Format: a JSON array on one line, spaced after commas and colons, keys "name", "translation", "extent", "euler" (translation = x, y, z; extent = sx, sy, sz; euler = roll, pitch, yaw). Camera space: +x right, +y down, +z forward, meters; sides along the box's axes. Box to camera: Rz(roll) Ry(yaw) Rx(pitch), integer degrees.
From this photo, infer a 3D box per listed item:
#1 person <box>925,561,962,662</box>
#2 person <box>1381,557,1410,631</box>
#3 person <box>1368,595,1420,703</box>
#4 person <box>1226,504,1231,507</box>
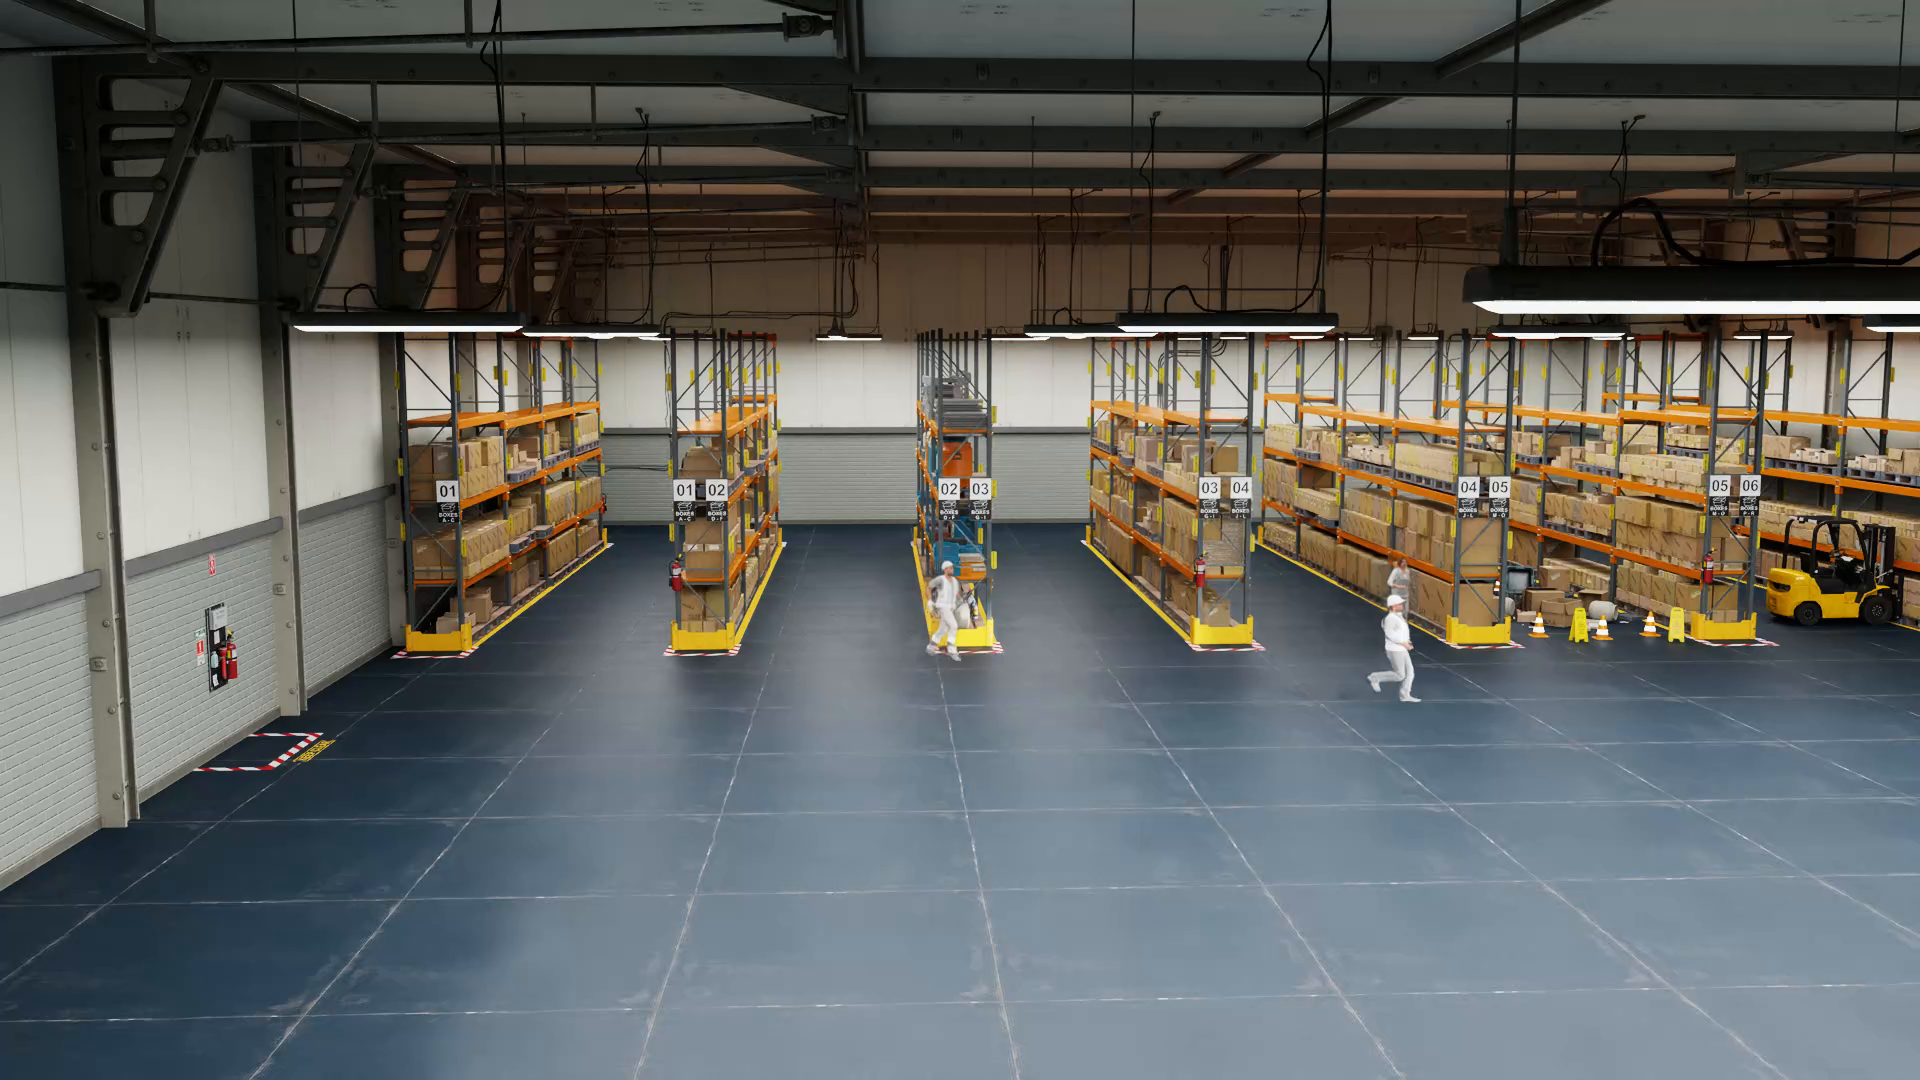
[{"name": "person", "translation": [-0.224, 1.272, 30.263], "extent": [0.820, 1.772, 0.680], "euler": [5, 8, 36]}, {"name": "person", "translation": [8.566, 1.116, 32.469], "extent": [0.542, 1.603, 0.776], "euler": [-2, 7, -18]}, {"name": "person", "translation": [6.984, 1.740, 26.643], "extent": [0.808, 1.737, 0.677], "euler": [3, 7, 25]}, {"name": "person", "translation": [7.477, -0.596, 47.350], "extent": [0.557, 1.531, 0.567], "euler": [1, 7, 8]}]
